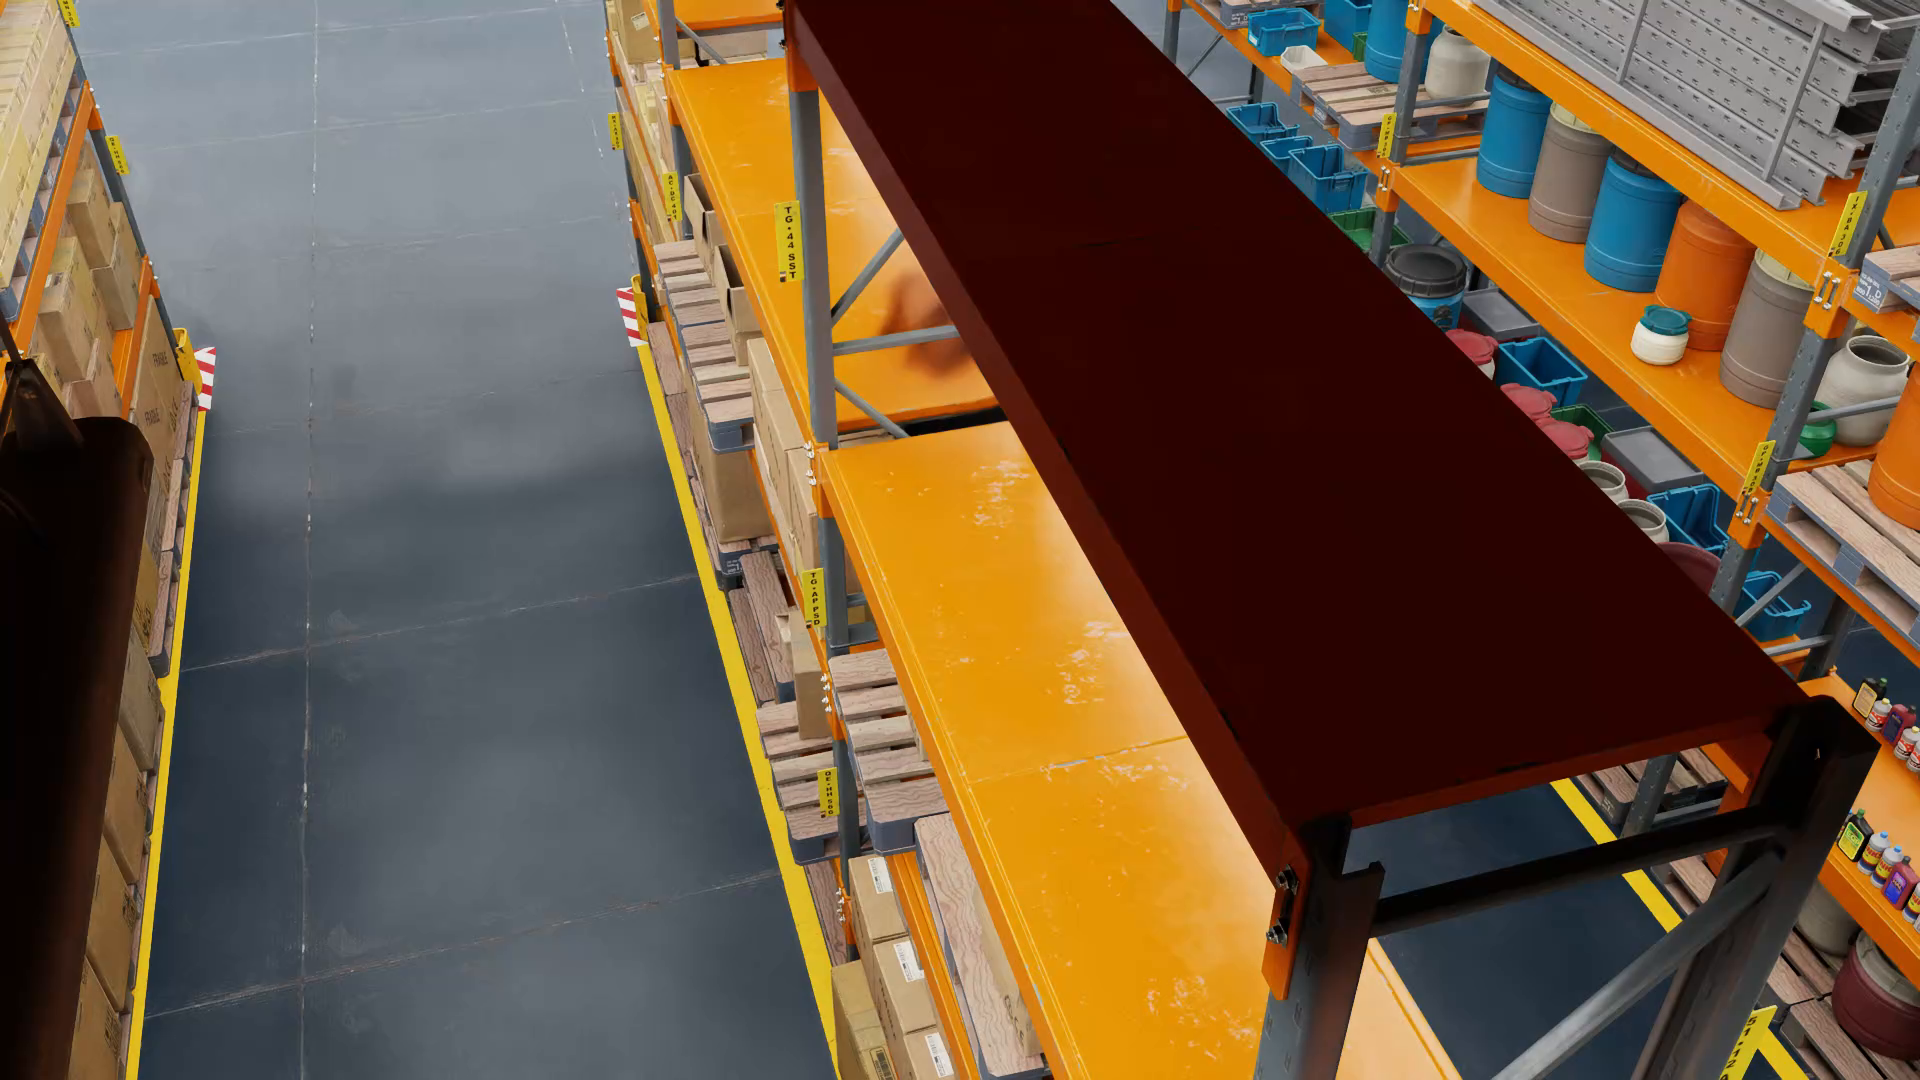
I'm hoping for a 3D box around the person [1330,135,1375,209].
[{"bbox_3d":[3.858,-3.654,16.141,0.670,1.713,0.585,31,48,33],"label":"person"}]
